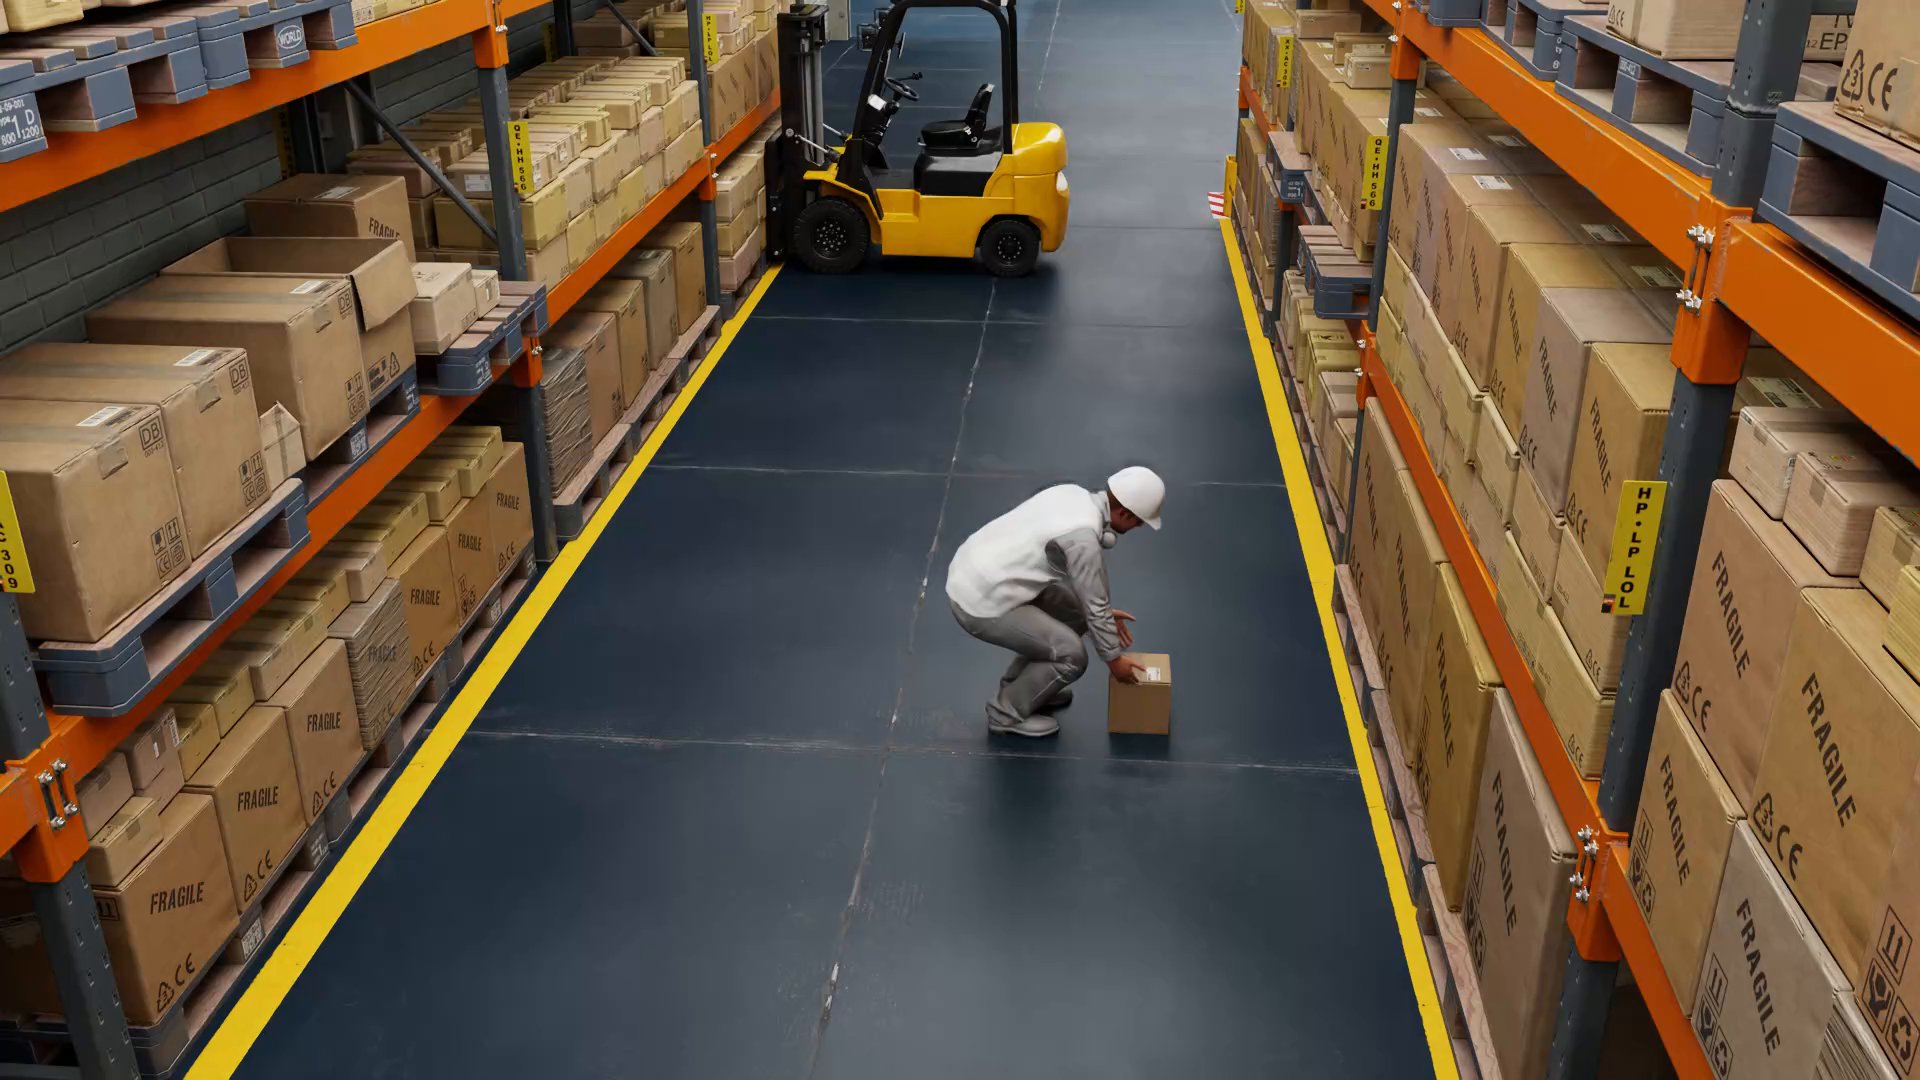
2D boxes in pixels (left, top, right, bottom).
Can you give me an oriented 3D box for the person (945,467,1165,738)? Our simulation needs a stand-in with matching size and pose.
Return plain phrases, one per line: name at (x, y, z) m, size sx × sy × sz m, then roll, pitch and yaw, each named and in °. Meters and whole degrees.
person at (0.386, 0.220, 6.875) m, size 0.876 × 1.126 × 0.558 m, roll 2°, pitch 24°, yaw 4°
